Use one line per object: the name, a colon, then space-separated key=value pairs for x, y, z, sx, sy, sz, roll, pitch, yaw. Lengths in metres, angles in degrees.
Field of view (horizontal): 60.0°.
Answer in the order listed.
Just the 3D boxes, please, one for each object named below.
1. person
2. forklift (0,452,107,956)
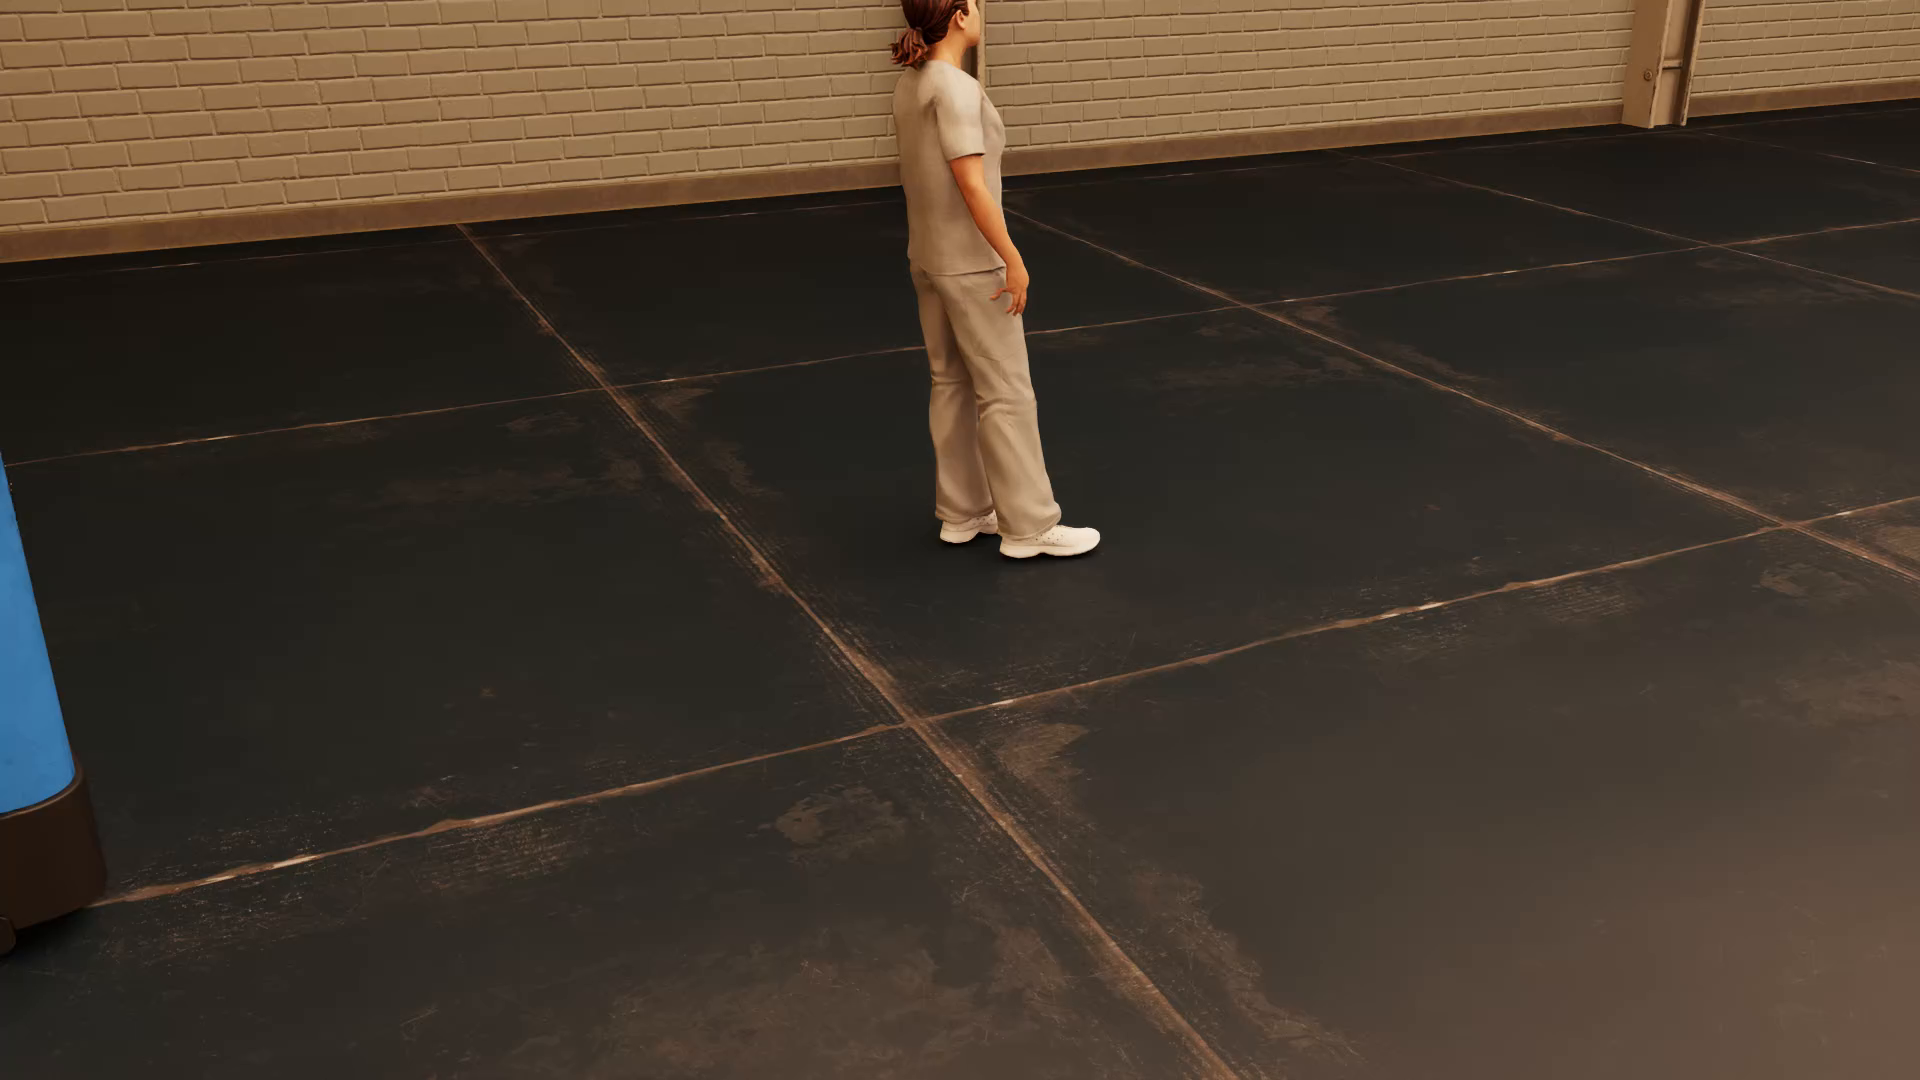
person: x=0.072 y=-0.788 z=4.800 sx=0.549 sy=1.675 sz=0.549 roll=-10 pitch=25 yaw=-23
forklift: x=-3.171 y=-0.407 z=2.265 sx=3.031 sy=2.935 sz=1.130 roll=-16 pitch=27 yaw=-33
